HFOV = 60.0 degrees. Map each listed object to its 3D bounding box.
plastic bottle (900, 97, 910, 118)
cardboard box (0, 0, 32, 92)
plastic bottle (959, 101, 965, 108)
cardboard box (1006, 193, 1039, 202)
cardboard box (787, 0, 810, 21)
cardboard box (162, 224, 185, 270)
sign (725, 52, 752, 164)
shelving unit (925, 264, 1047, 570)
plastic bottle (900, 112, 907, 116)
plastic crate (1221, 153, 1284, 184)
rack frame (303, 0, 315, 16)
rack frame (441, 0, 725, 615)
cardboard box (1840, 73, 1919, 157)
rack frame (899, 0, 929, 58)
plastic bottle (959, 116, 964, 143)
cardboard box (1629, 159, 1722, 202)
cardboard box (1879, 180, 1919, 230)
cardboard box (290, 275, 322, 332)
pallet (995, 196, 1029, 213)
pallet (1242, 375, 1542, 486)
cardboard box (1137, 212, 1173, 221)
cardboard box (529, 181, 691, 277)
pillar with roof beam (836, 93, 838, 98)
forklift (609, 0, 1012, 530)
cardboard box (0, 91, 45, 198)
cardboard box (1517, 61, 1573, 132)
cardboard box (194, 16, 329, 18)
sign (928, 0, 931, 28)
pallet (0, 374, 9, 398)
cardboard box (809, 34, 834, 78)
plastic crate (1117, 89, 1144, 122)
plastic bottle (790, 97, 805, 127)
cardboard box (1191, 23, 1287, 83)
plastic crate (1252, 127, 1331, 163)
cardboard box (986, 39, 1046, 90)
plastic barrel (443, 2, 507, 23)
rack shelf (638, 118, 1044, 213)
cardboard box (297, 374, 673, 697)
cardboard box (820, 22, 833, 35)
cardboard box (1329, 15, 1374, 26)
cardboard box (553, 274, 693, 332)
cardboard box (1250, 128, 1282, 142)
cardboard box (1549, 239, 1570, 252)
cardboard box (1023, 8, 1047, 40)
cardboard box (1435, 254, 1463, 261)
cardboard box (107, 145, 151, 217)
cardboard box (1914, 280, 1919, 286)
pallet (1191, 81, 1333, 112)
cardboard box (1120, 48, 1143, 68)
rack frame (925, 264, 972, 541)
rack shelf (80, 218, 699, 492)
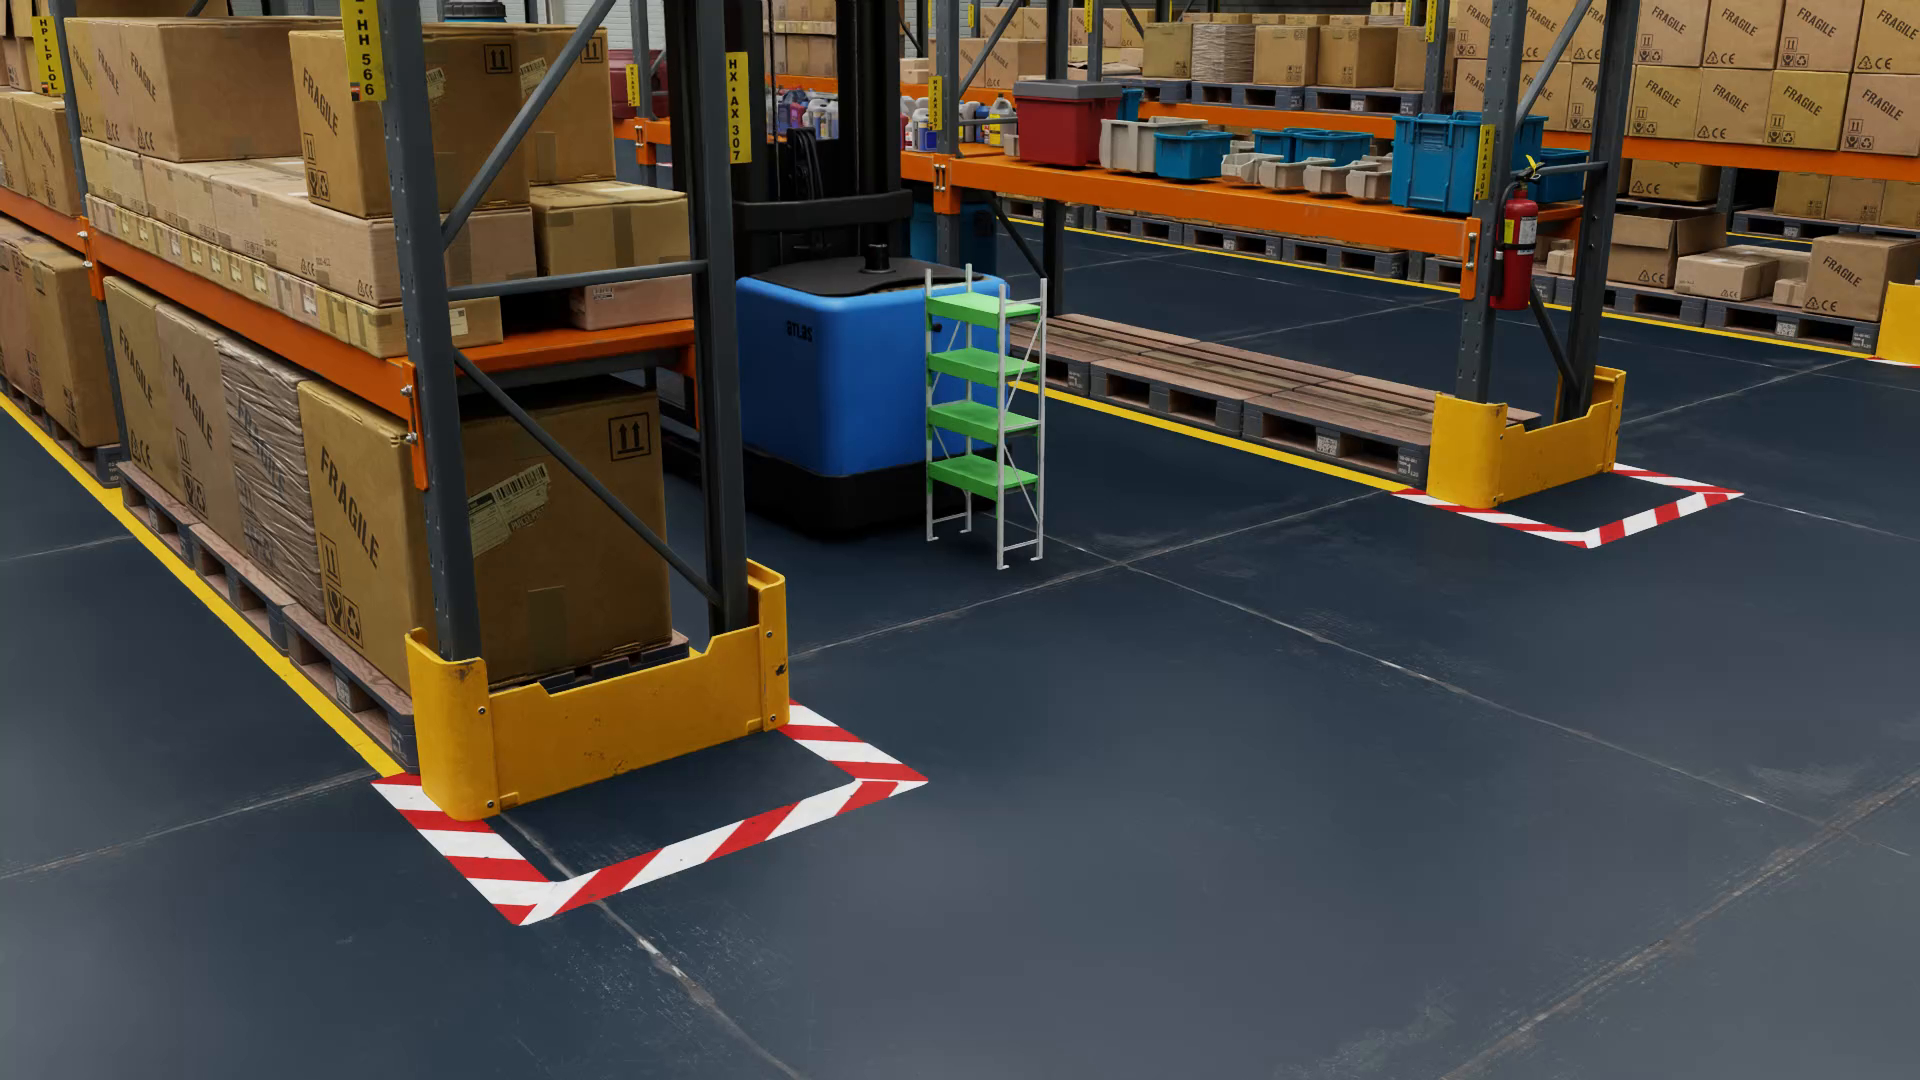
[{"bbox_3d":[-0.436,-2.872,11.343,0.144,0.351,0.185,-14,23,-36],"label":"plastic bottle"},{"bbox_3d":[-4.822,-2.739,9.107,0.797,0.503,0.637,-13,22,-34],"label":"cardboard box"},{"bbox_3d":[0.012,-2.956,11.723,0.097,0.271,0.097,0,18,0],"label":"plastic bottle"},{"bbox_3d":[0.840,-3.759,17.648,0.500,0.250,0.500,-14,23,-37],"label":"cardboard box"},{"bbox_3d":[-1.709,-6.661,20.484,0.700,0.500,0.500,-14,23,-36],"label":"cardboard box"},{"bbox_3d":[-2.876,-1.162,6.499,0.380,0.149,0.250,-14,23,-35],"label":"cardboard box"},{"bbox_3d":[-0.682,-1.308,5.037,0.100,0.325,0.005,-14,23,-36],"label":"sign"},{"bbox_3d":[0.103,-0.529,7.051,0.258,1.200,0.503,-14,23,-36],"label":"shelving unit"},{"bbox_3d":[-0.446,-2.770,11.153,0.152,0.276,0.135,-14,23,-36],"label":"plastic bottle"},{"bbox_3d":[1.555,-1.995,8.941,0.298,0.136,0.250,-14,23,-36],"label":"plastic crate"},{"bbox_3d":[-7.172,-5.662,19.689,1.000,3.000,0.127,-14,23,-36],"label":"rack frame"},{"bbox_3d":[-1.123,-0.752,4.861,0.949,2.616,0.053,-14,23,-36],"label":"rack frame"},{"bbox_3d":[6.156,-2.790,10.856,0.500,0.500,0.500,-13,22,-34],"label":"cardboard box"},{"bbox_3d":[-0.803,-5.642,19.629,1.000,3.000,0.127,-14,23,-36],"label":"rack frame"},{"bbox_3d":[-0.024,-2.860,11.544,0.097,0.201,0.097,0,18,0],"label":"plastic bottle"},{"bbox_3d":[7.539,-3.952,17.277,0.750,0.750,0.750,-14,23,-35],"label":"cardboard box"},{"bbox_3d":[9.055,-3.195,15.549,0.700,0.500,0.500,-13,23,-35],"label":"cardboard box"},{"bbox_3d":[-1.918,-0.783,5.354,0.380,0.149,0.250,-14,23,-36],"label":"cardboard box"},{"bbox_3d":[0.446,-3.843,18.634,1.003,0.211,1.213,-14,23,-36],"label":"pallet"},{"bbox_3d":[2.281,-0.606,8.857,1.003,0.211,1.213,-14,23,-36],"label":"pallet"},{"bbox_3d":[2.068,-3.383,16.083,0.500,0.500,0.500,-15,24,-38],"label":"cardboard box"},{"bbox_3d":[-1.207,-0.993,5.356,0.500,0.250,0.500,-15,23,-38],"label":"cardboard box"},{"bbox_3d":[-5.393,-11.078,26.502,9.100,9.000,0.400,-14,23,-36],"label":"pillar with roof beam"},{"bbox_3d":[-1.026,-1.838,8.251,1.130,2.935,3.031,-13,22,-34],"label":"forklift"},{"bbox_3d":[-4.740,-2.098,8.768,0.500,0.500,0.500,-14,23,-37],"label":"cardboard box"},{"bbox_3d":[4.587,-3.414,12.741,0.500,0.500,0.500,-13,23,-35],"label":"cardboard box"},{"bbox_3d":[-3.109,-2.103,7.514,0.500,0.500,0.500,-13,22,-35],"label":"cardboard box"},{"bbox_3d":[-0.384,-6.262,19.787,0.100,0.325,0.005,-14,23,-36],"label":"sign"},{"bbox_3d":[-5.657,-1.191,10.623,1.003,0.211,1.213,-14,23,-36],"label":"pallet"},{"bbox_3d":[-1.416,-5.926,20.328,0.700,0.500,0.500,-14,23,-37],"label":"cardboard box"},{"bbox_3d":[0.836,-2.677,10.606,0.392,0.384,0.575,-14,23,-36],"label":"plastic crate"},{"bbox_3d":[-1.166,-3.036,11.945,0.061,0.283,0.133,-14,23,-36],"label":"plastic bottle"},{"bbox_3d":[2.578,-4.507,15.375,0.700,0.500,0.500,-9,20,-26],"label":"cardboard box"},{"bbox_3d":[1.863,-2.192,9.380,0.416,0.233,0.300,-14,23,-36],"label":"plastic crate"},{"bbox_3d":[0.626,-5.114,17.876,0.500,0.500,0.500,-16,24,-39],"label":"cardboard box"},{"bbox_3d":[-4.686,-4.760,16.167,0.600,0.901,0.708,-14,23,-36],"label":"plastic barrel"},{"bbox_3d":[-0.963,-2.856,12.360,1.077,0.370,4.000,-14,23,-36],"label":"rack shelf"},{"bbox_3d":[-1.581,-0.085,5.560,0.875,0.875,0.875,-14,23,-36],"label":"cardboard box"},{"bbox_3d":[-1.457,-6.148,19.966,0.380,0.149,0.250,-15,23,-38],"label":"cardboard box"},{"bbox_3d":[4.893,-6.127,20.234,0.700,0.500,0.500,-17,25,-41],"label":"cardboard box"},{"bbox_3d":[-1.082,-0.785,5.361,0.380,0.149,0.250,-14,23,-36],"label":"cardboard box"},{"bbox_3d":[4.193,-5.203,21.579,0.700,0.500,0.500,-14,23,-36],"label":"cardboard box"},{"bbox_3d":[5.020,-2.360,13.554,0.380,0.149,0.250,-14,23,-36],"label":"cardboard box"},{"bbox_3d":[1.270,-7.461,24.136,0.500,0.500,0.500,-15,23,-38],"label":"cardboard box"},{"bbox_3d":[4.255,-2.457,13.589,0.500,0.311,0.500,-14,23,-36],"label":"cardboard box"},{"bbox_3d":[-3.213,-1.518,6.939,0.500,0.250,0.500,-14,23,-36],"label":"cardboard box"},{"bbox_3d":[6.657,-1.711,11.592,0.380,0.149,0.250,-14,23,-36],"label":"cardboard box"},{"bbox_3d":[2.891,-4.087,15.238,1.003,0.211,1.213,-14,23,-36],"label":"pallet"},{"bbox_3d":[2.546,-6.605,22.746,0.500,0.250,0.500,-14,23,-36],"label":"cardboard box"},{"bbox_3d":[-0.049,-0.589,7.232,0.240,1.200,0.015,-14,23,-36],"label":"rack frame"},{"bbox_3d":[-2.362,-0.904,6.464,1.077,0.370,4.000,-14,23,-36],"label":"rack shelf"}]
